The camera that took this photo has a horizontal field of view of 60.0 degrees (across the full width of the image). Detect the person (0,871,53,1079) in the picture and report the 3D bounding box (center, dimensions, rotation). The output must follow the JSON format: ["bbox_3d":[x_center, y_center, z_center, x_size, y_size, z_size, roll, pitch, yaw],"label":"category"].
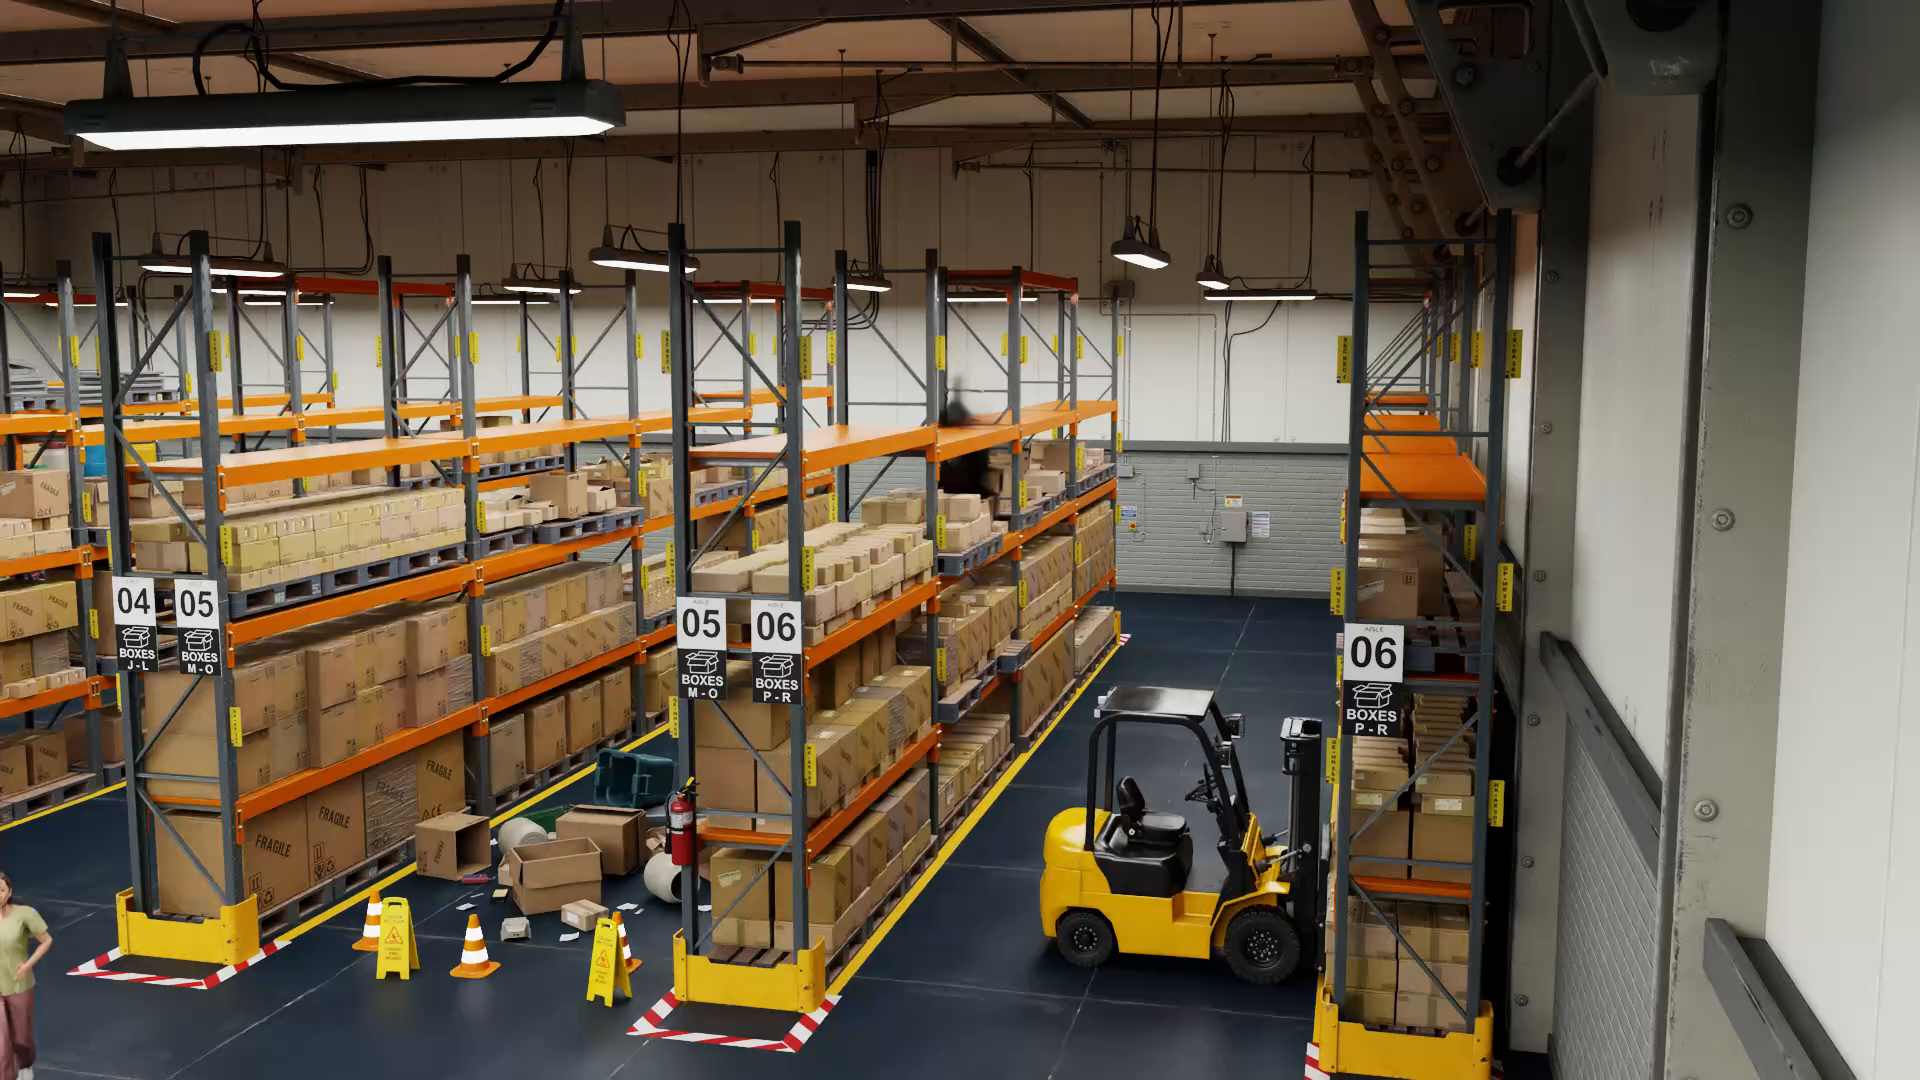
[{"bbox_3d":[-6.360,3.008,11.083,0.587,1.662,0.826,-4,8,-27],"label":"person"}]
